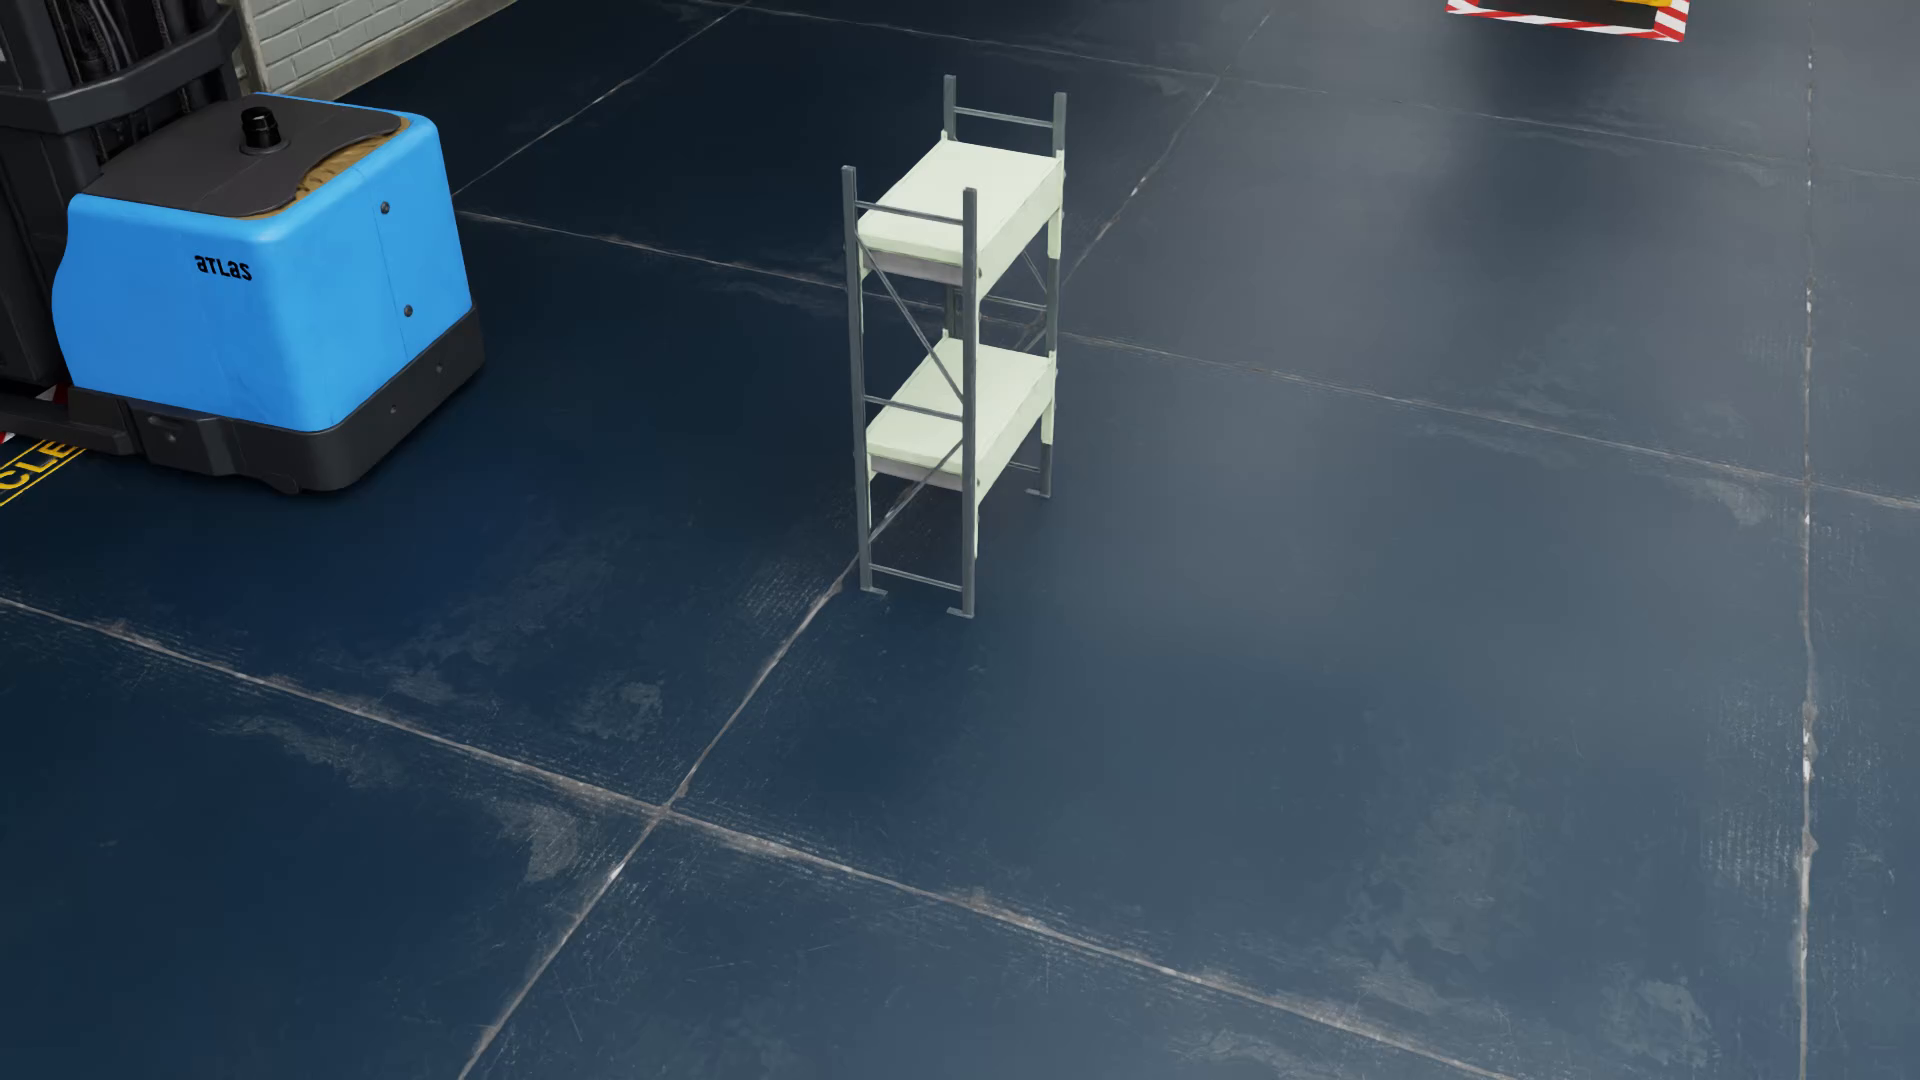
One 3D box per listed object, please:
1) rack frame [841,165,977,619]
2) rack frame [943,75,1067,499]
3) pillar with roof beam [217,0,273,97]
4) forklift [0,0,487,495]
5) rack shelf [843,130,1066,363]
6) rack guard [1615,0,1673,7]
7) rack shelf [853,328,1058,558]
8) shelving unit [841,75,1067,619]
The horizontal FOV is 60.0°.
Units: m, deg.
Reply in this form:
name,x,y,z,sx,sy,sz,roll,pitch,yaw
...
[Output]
name,x,y,z,sx,sy,sz,roll,pitch,yaw
rack frame,-0.142,-0.394,5.025,0.400,1.500,0.023,14,39,18
rack frame,0.137,-0.800,5.567,0.400,1.500,0.023,14,39,18
pillar with roof beam,0.411,-4.471,4.215,9.100,9.000,0.400,14,39,18
forklift,-3.449,-1.852,5.780,3.031,2.935,1.130,11,38,14
rack shelf,-0.003,-0.910,5.062,0.431,0.370,0.720,14,39,18
rack guard,3.820,-3.645,10.209,1.175,0.500,0.348,14,39,18
rack shelf,-0.003,-0.336,5.491,0.431,0.370,0.720,14,39,18
shelving unit,-0.003,-0.597,5.296,0.431,1.500,0.755,14,39,18
